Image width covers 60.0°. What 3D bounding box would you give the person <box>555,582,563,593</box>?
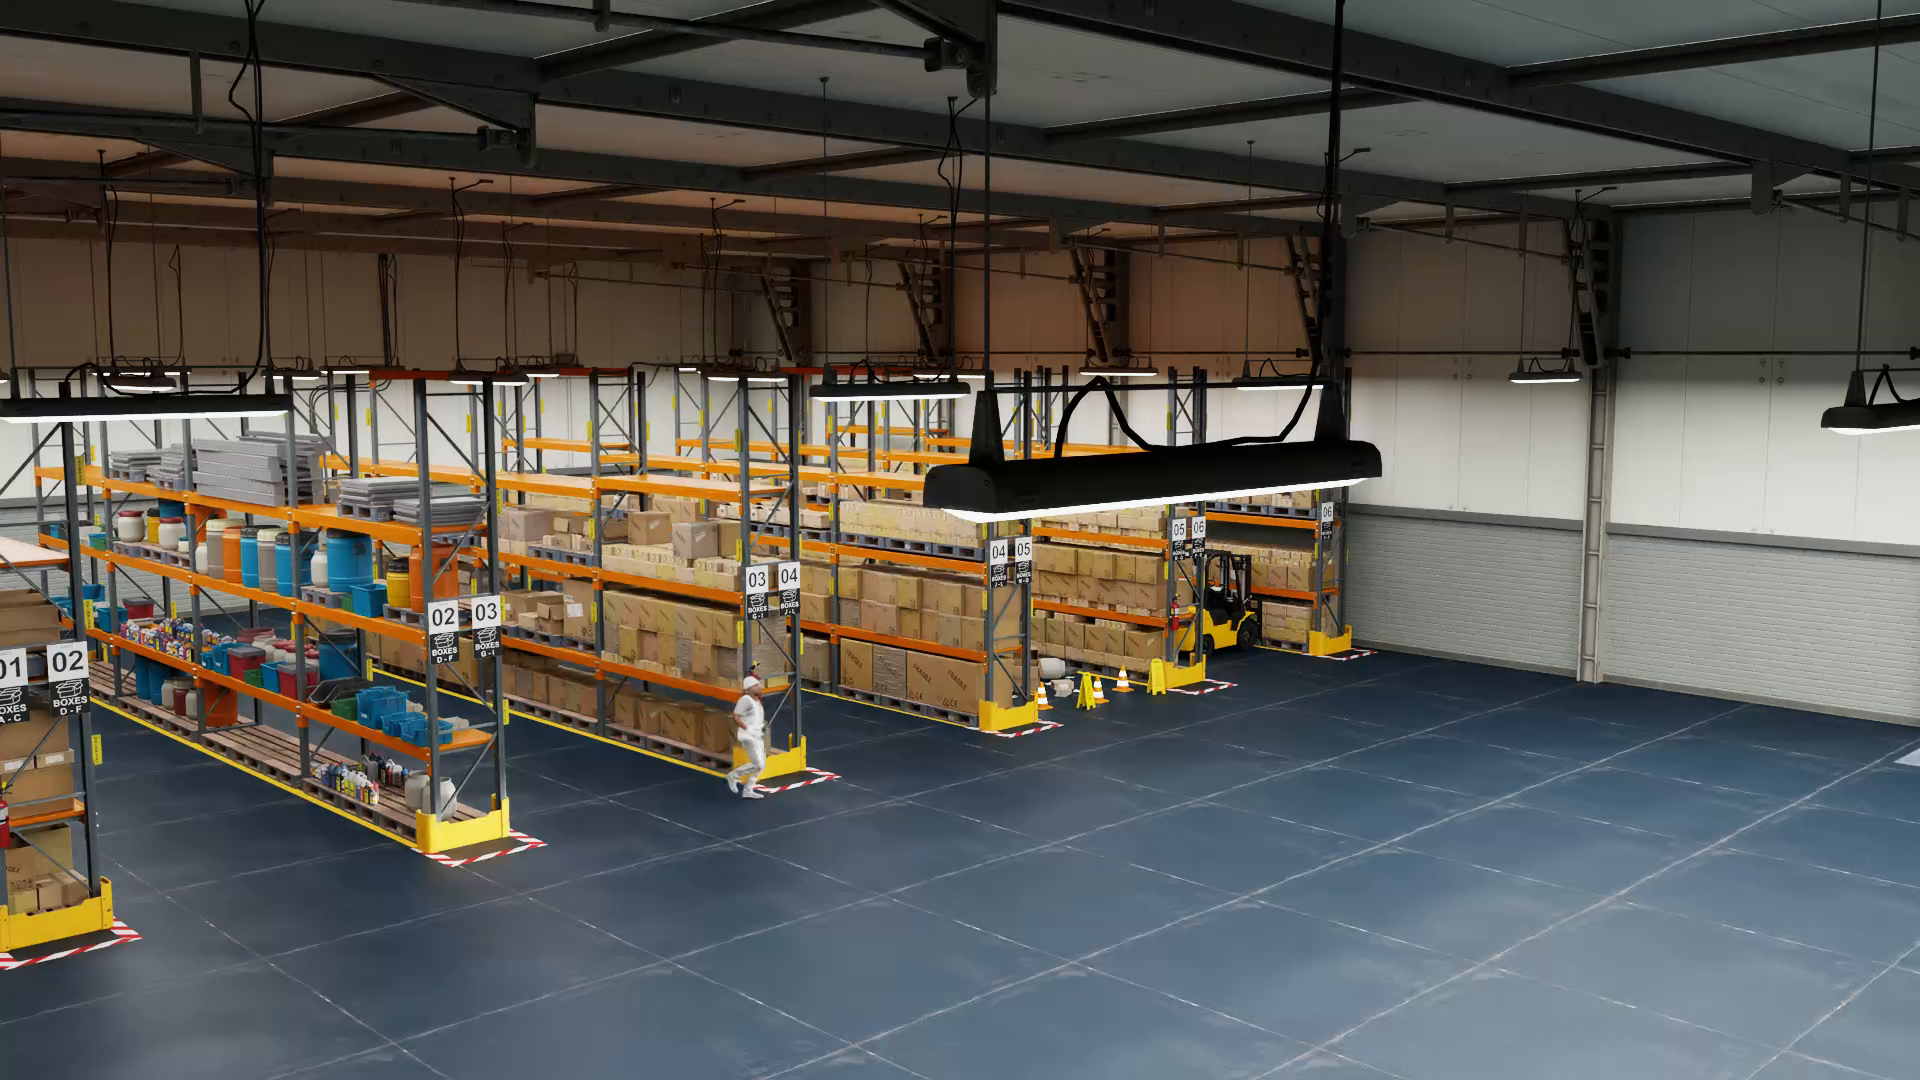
[{"bbox_3d":[-9.690,0.878,40.760,0.715,1.737,0.740,1,7,11],"label":"person"}]

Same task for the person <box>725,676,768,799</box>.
[{"bbox_3d":[-3.026,2.805,23.703,0.551,1.733,0.711,1,7,10],"label":"person"}]

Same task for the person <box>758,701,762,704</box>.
[{"bbox_3d":[-3.669,2.095,29.918,0.548,1.745,0.661,6,9,44],"label":"person"}]
